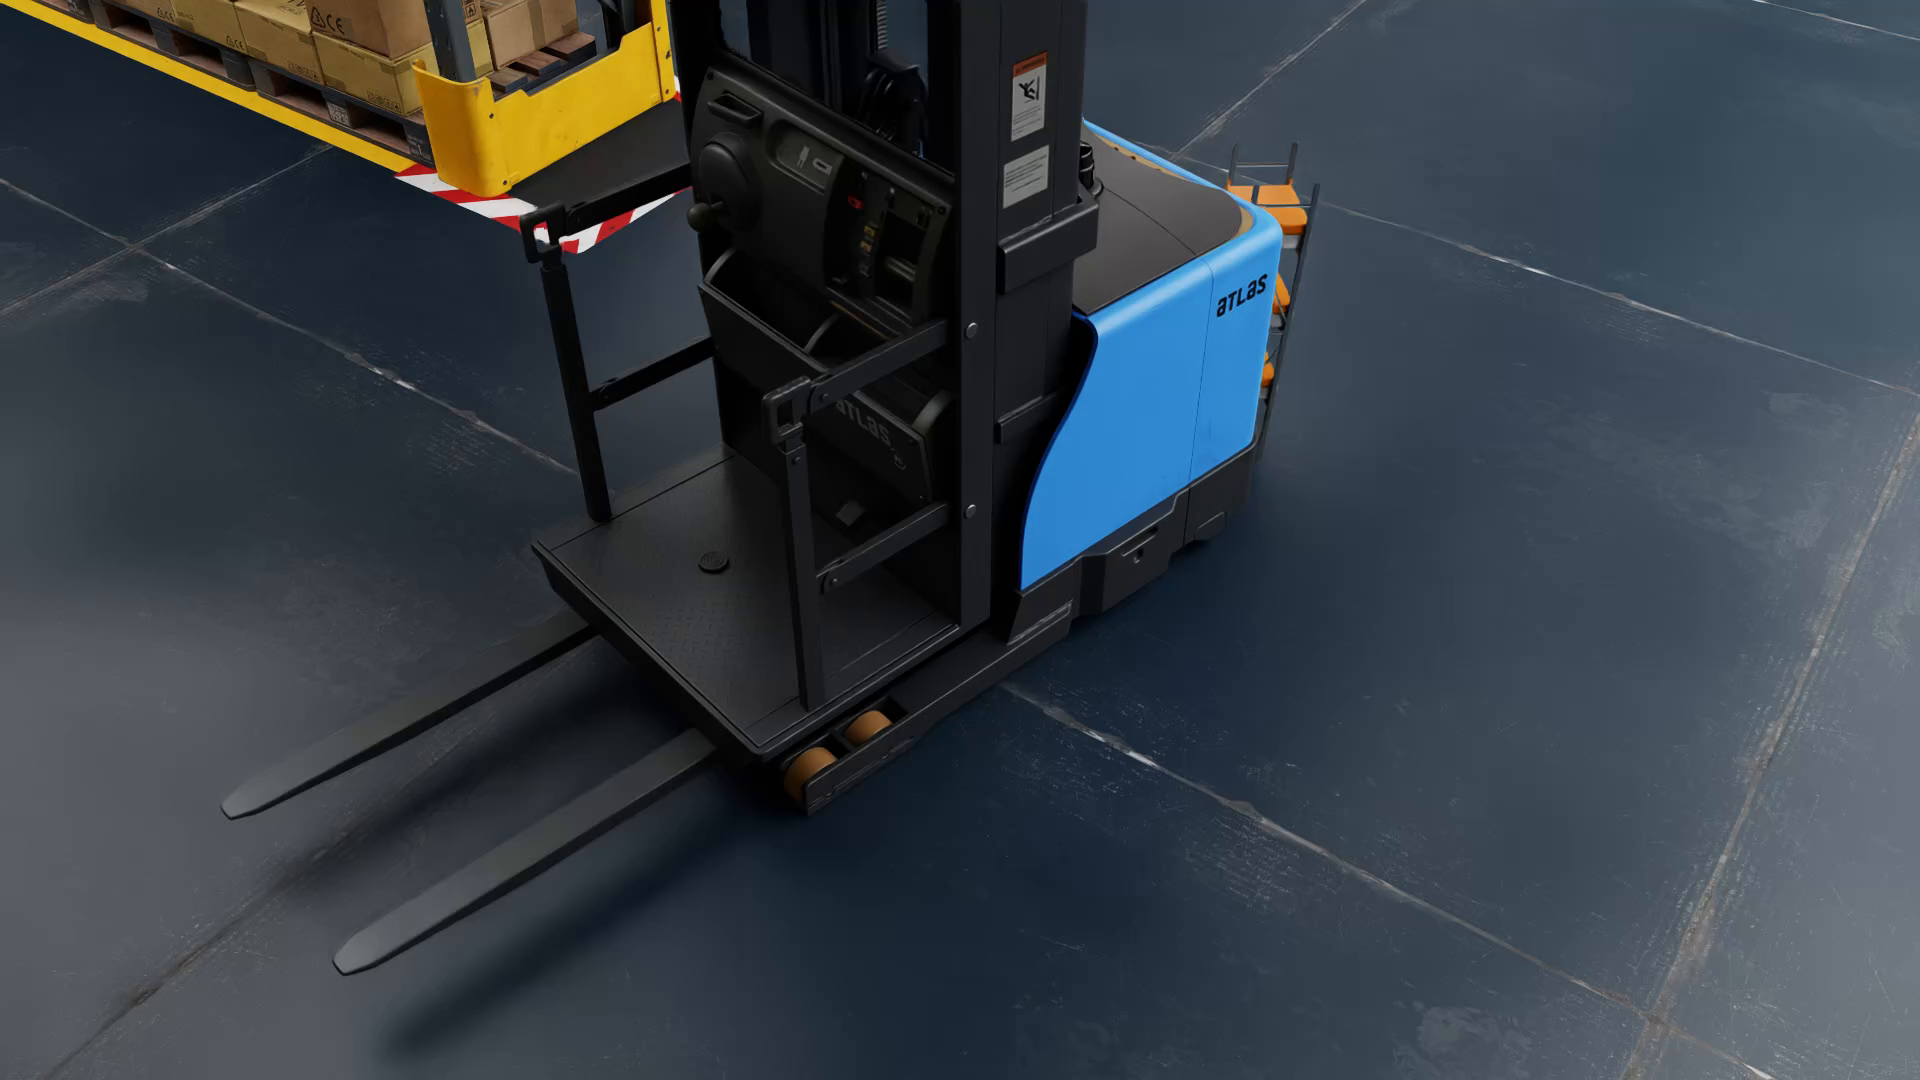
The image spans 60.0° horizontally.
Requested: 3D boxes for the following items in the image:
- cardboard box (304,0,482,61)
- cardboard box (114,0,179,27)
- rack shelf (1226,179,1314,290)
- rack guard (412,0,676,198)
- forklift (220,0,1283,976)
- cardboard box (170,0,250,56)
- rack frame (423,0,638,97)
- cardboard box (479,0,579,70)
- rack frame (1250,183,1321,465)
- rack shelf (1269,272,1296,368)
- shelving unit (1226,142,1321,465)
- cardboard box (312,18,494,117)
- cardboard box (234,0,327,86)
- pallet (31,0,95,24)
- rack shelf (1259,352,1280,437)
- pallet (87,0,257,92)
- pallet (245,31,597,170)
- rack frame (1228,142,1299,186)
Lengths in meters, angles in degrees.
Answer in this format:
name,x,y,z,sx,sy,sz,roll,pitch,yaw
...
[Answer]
name,x,y,z,sx,sy,sz,roll,pitch,yaw
cardboard box,-2.361,-2.351,6.813,0.500,0.500,0.500,25,48,25
cardboard box,-3.594,-2.641,7.699,0.500,0.250,0.500,25,48,25
rack shelf,0.924,-0.926,5.080,0.215,0.259,0.240,-2,42,-7
rack guard,-1.731,-1.957,7.062,0.348,0.500,1.175,25,48,25
forklift,-0.510,-0.770,3.912,3.031,2.935,1.130,-31,50,-30
cardboard box,-3.186,-2.448,7.484,0.500,0.250,0.500,25,48,25
rack frame,-1.751,-2.897,6.238,0.127,3.000,1.000,25,48,25
cardboard box,-2.062,-2.356,7.380,0.500,0.250,0.500,25,48,25
rack frame,0.925,-0.641,5.171,0.200,1.050,0.008,-2,42,-7
rack shelf,0.910,-0.714,5.268,0.215,0.259,0.240,-2,42,-7
shelving unit,0.911,-0.722,5.261,0.215,1.050,0.252,-2,42,-7
cardboard box,-2.359,-2.073,7.064,0.500,0.250,0.500,25,48,25
cardboard box,-2.776,-2.258,7.271,0.500,0.250,0.500,25,48,25
pallet,-4.398,-3.062,8.514,1.213,0.211,1.003,25,48,25
rack shelf,0.896,-0.506,5.452,0.215,0.259,0.240,-2,42,-7
pallet,-3.395,-2.596,7.992,1.213,0.211,1.003,25,48,25
pallet,-2.401,-2.128,7.470,1.213,0.211,1.003,25,48,25
rack frame,0.897,-0.803,5.351,0.200,1.050,0.008,-2,42,-7
